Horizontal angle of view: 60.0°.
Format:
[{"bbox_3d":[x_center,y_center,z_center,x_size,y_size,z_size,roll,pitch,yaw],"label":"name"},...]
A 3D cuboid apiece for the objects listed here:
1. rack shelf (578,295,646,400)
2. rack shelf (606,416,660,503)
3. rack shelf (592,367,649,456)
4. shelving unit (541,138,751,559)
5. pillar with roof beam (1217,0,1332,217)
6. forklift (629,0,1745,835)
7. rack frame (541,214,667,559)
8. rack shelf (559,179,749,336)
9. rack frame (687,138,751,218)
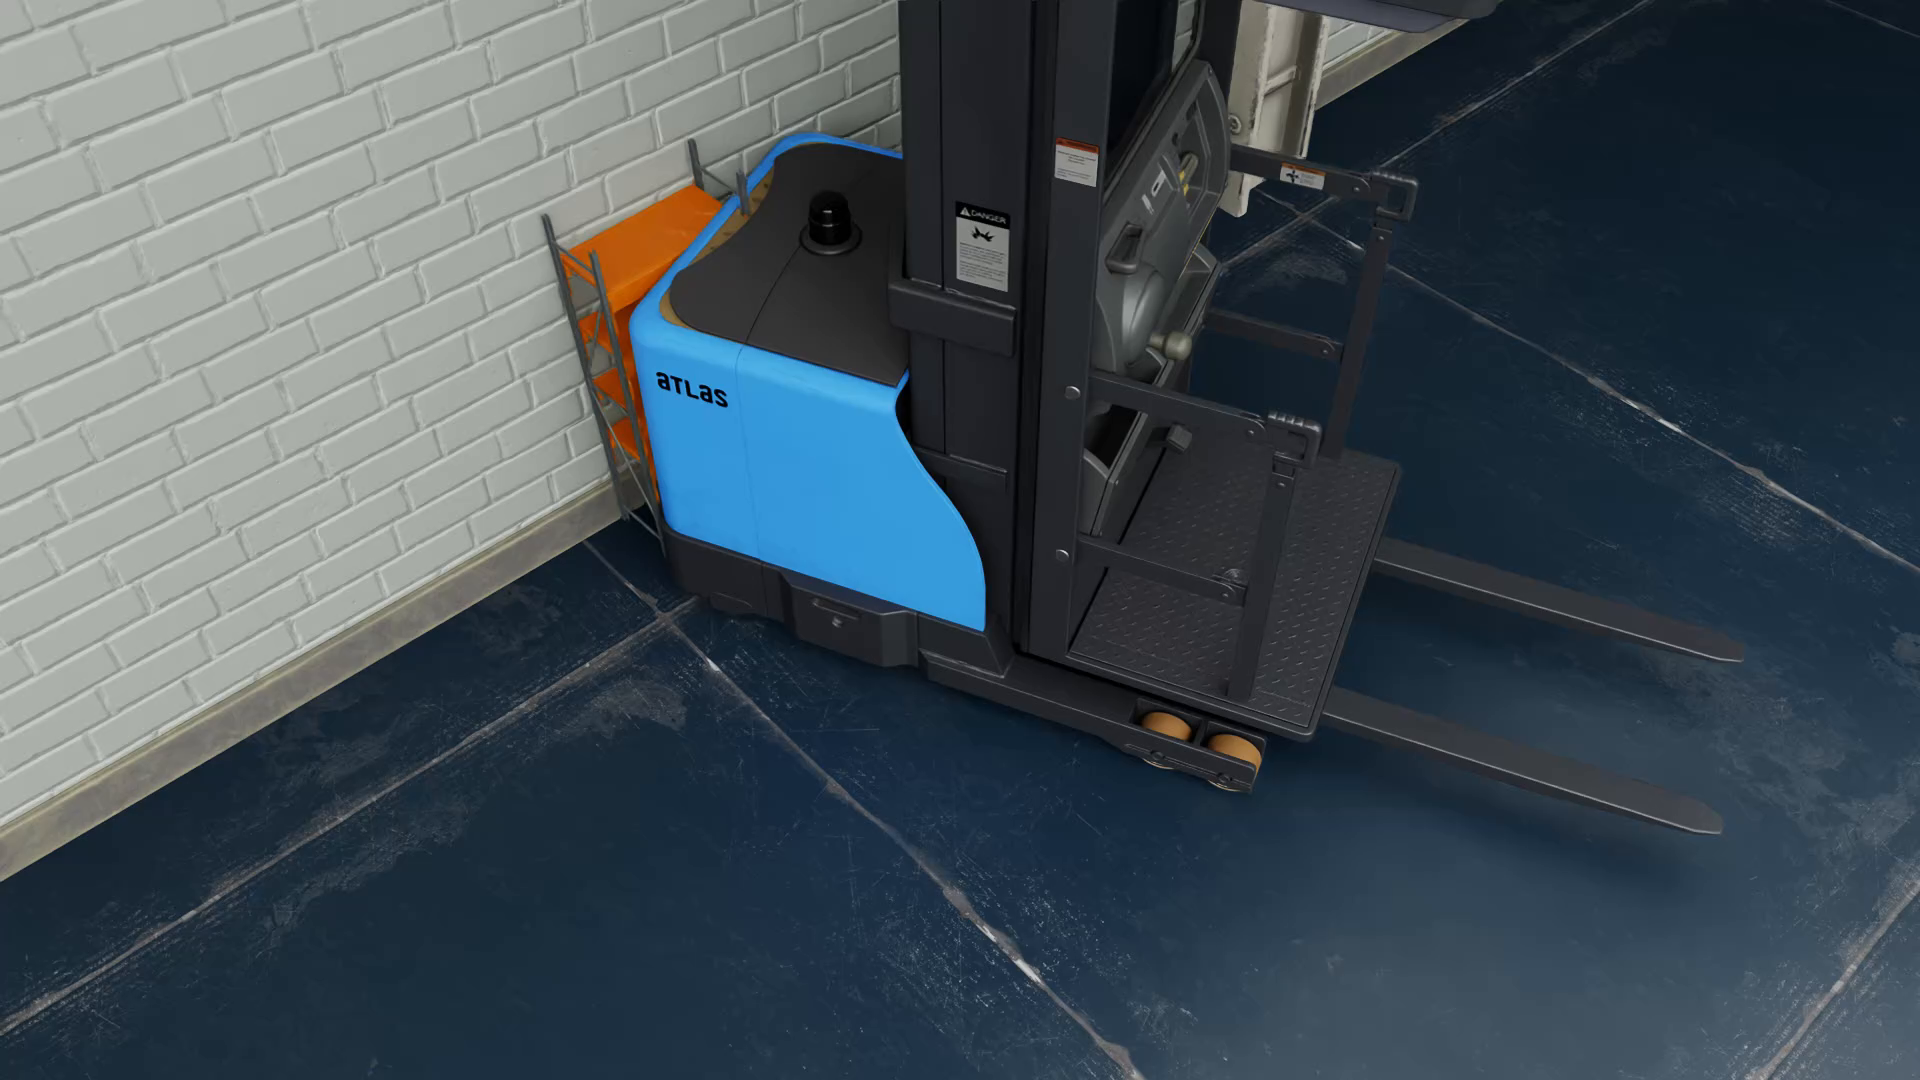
[{"bbox_3d":[-0.838,-0.634,4.816,0.480,0.148,0.258,-36,55,-26],"label":"rack shelf"},{"bbox_3d":[-0.823,-0.349,5.127,0.480,0.148,0.258,-36,55,-26],"label":"rack shelf"},{"bbox_3d":[-0.830,-0.483,4.980,0.480,0.148,0.258,-36,55,-26],"label":"rack shelf"},{"bbox_3d":[-0.833,-0.529,4.931,0.503,1.200,0.258,-36,55,-26],"label":"shelving unit"},{"bbox_3d":[4.006,-2.131,1.093,0.400,9.000,9.100,-34,56,-27],"label":"pillar with roof beam"},{"bbox_3d":[0.680,-0.746,3.944,3.031,2.935,1.130,17,50,15],"label":"forklift"},{"bbox_3d":[-1.010,-0.401,4.822,0.015,1.200,0.240,-36,55,-26],"label":"rack frame"},{"bbox_3d":[-0.847,-0.794,4.641,0.480,0.148,0.258,-36,55,-26],"label":"rack shelf"},{"bbox_3d":[-0.655,-0.657,5.040,0.015,1.200,0.240,-36,55,-26],"label":"rack frame"}]
